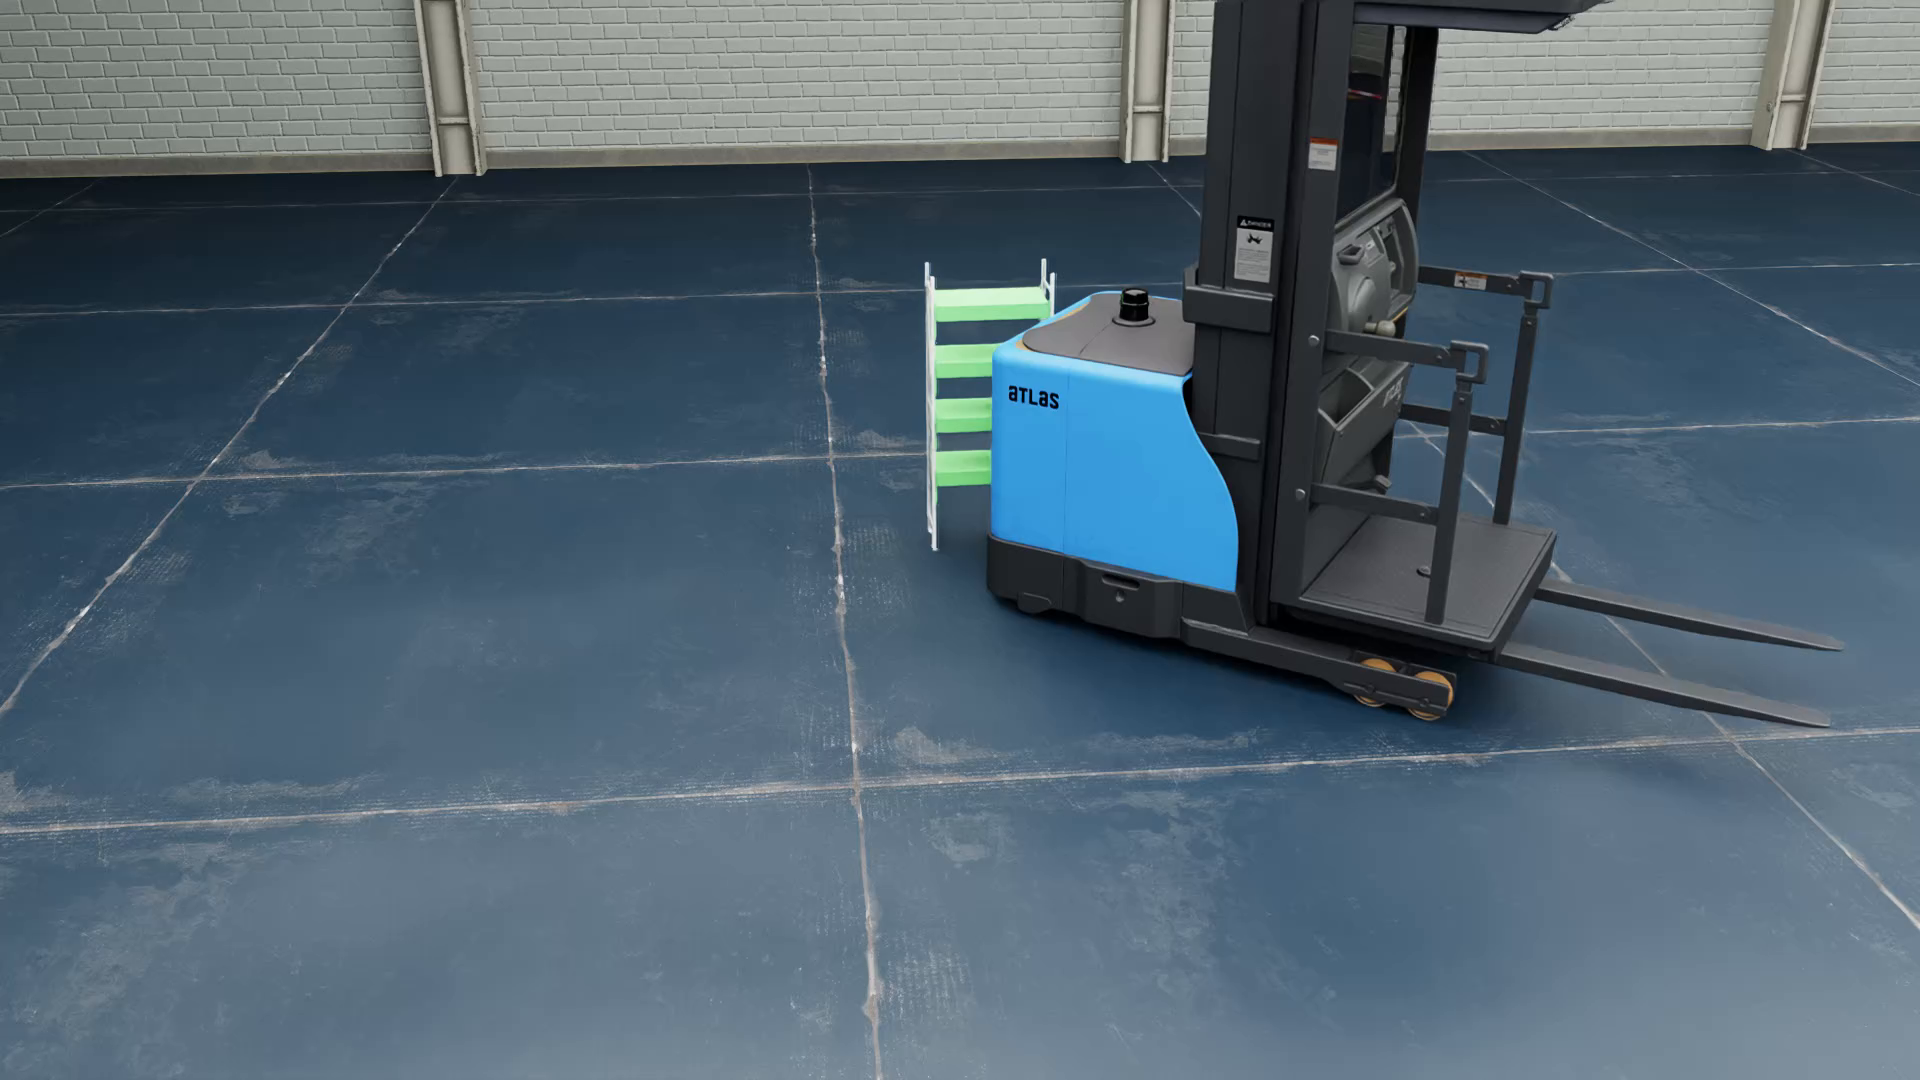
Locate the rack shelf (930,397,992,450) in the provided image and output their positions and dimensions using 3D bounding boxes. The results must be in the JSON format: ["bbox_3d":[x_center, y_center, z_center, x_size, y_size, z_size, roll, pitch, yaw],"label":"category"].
[{"bbox_3d":[0.119,-0.505,7.066,0.480,0.148,0.258,-3,24,-6],"label":"rack shelf"}]

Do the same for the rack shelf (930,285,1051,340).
[{"bbox_3d":[0.119,-0.944,6.871,0.480,0.148,0.258,-3,24,-6],"label":"rack shelf"}]

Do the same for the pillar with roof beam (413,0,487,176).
[{"bbox_3d":[-3.899,-5.562,8.685,0.400,9.000,9.100,-2,24,-5],"label":"pillar with roof beam"}]

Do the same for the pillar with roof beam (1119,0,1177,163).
[{"bbox_3d":[2.072,-5.802,9.224,0.400,9.000,9.100,-2,24,-5],"label":"pillar with roof beam"}]

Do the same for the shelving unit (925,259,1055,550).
[{"bbox_3d":[0.119,-0.563,7.040,0.503,1.200,0.258,-3,24,-6],"label":"shelving unit"}]

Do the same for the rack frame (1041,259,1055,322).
[{"bbox_3d":[0.362,-0.575,7.065,0.015,1.200,0.240,-3,24,-6],"label":"rack frame"}]

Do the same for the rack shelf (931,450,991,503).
[{"bbox_3d":[0.119,-0.286,7.164,0.480,0.148,0.258,-3,24,-6],"label":"rack shelf"}]

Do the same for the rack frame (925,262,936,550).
[{"bbox_3d":[-0.123,-0.552,7.015,0.015,1.200,0.240,-3,24,-6],"label":"rack frame"}]

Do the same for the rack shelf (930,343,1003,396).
[{"bbox_3d":[0.119,-0.724,6.969,0.480,0.148,0.258,-3,24,-6],"label":"rack shelf"}]

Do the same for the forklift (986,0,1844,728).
[{"bbox_3d":[1.644,-0.955,5.789,3.031,2.935,1.130,13,27,27],"label":"forklift"}]

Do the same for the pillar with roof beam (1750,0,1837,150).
[{"bbox_3d":[8.043,-6.041,9.763,0.400,9.000,9.100,-2,24,-5],"label":"pillar with roof beam"}]
